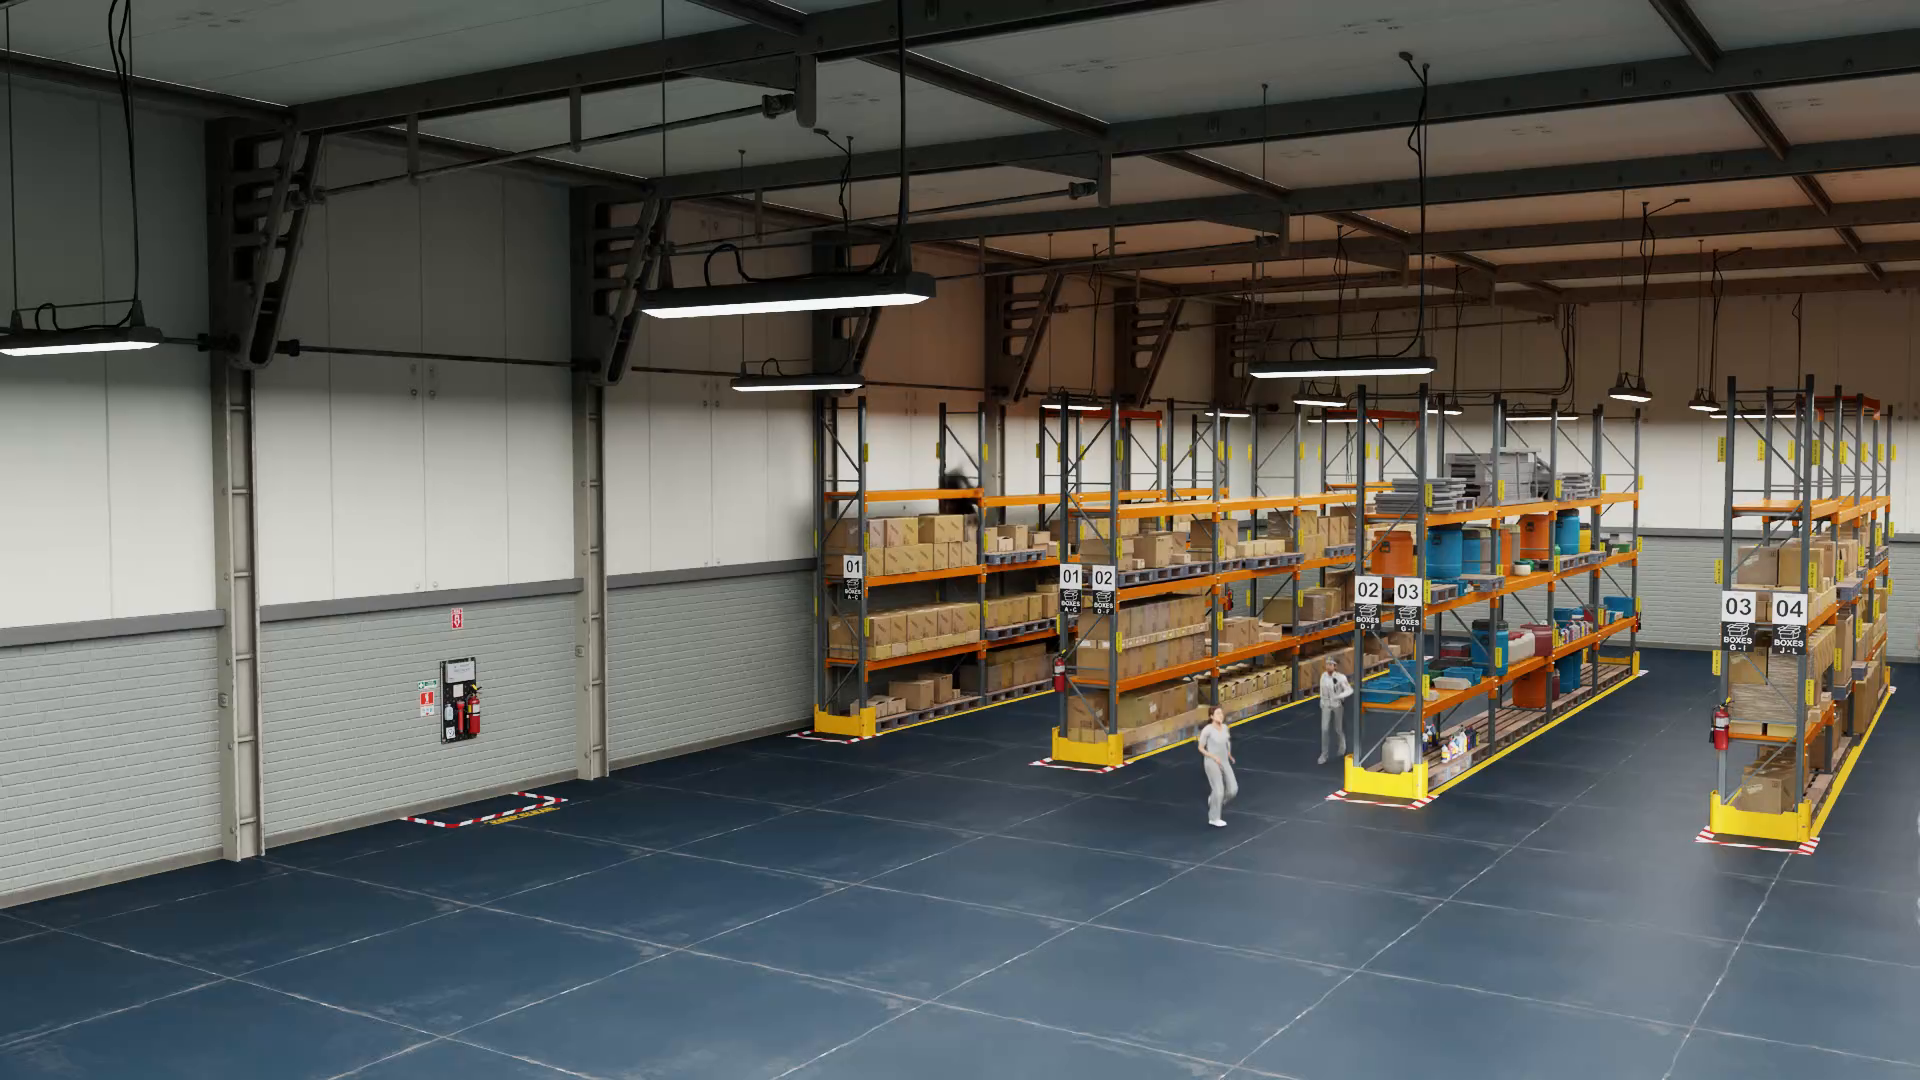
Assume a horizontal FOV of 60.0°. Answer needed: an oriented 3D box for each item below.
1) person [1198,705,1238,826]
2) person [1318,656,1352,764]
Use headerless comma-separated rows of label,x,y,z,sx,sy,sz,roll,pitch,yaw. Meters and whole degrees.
person,3.444,3.016,22.254,0.541,1.624,0.553,-2,3,-28
person,6.095,2.733,27.011,0.611,1.732,0.812,2,4,33
